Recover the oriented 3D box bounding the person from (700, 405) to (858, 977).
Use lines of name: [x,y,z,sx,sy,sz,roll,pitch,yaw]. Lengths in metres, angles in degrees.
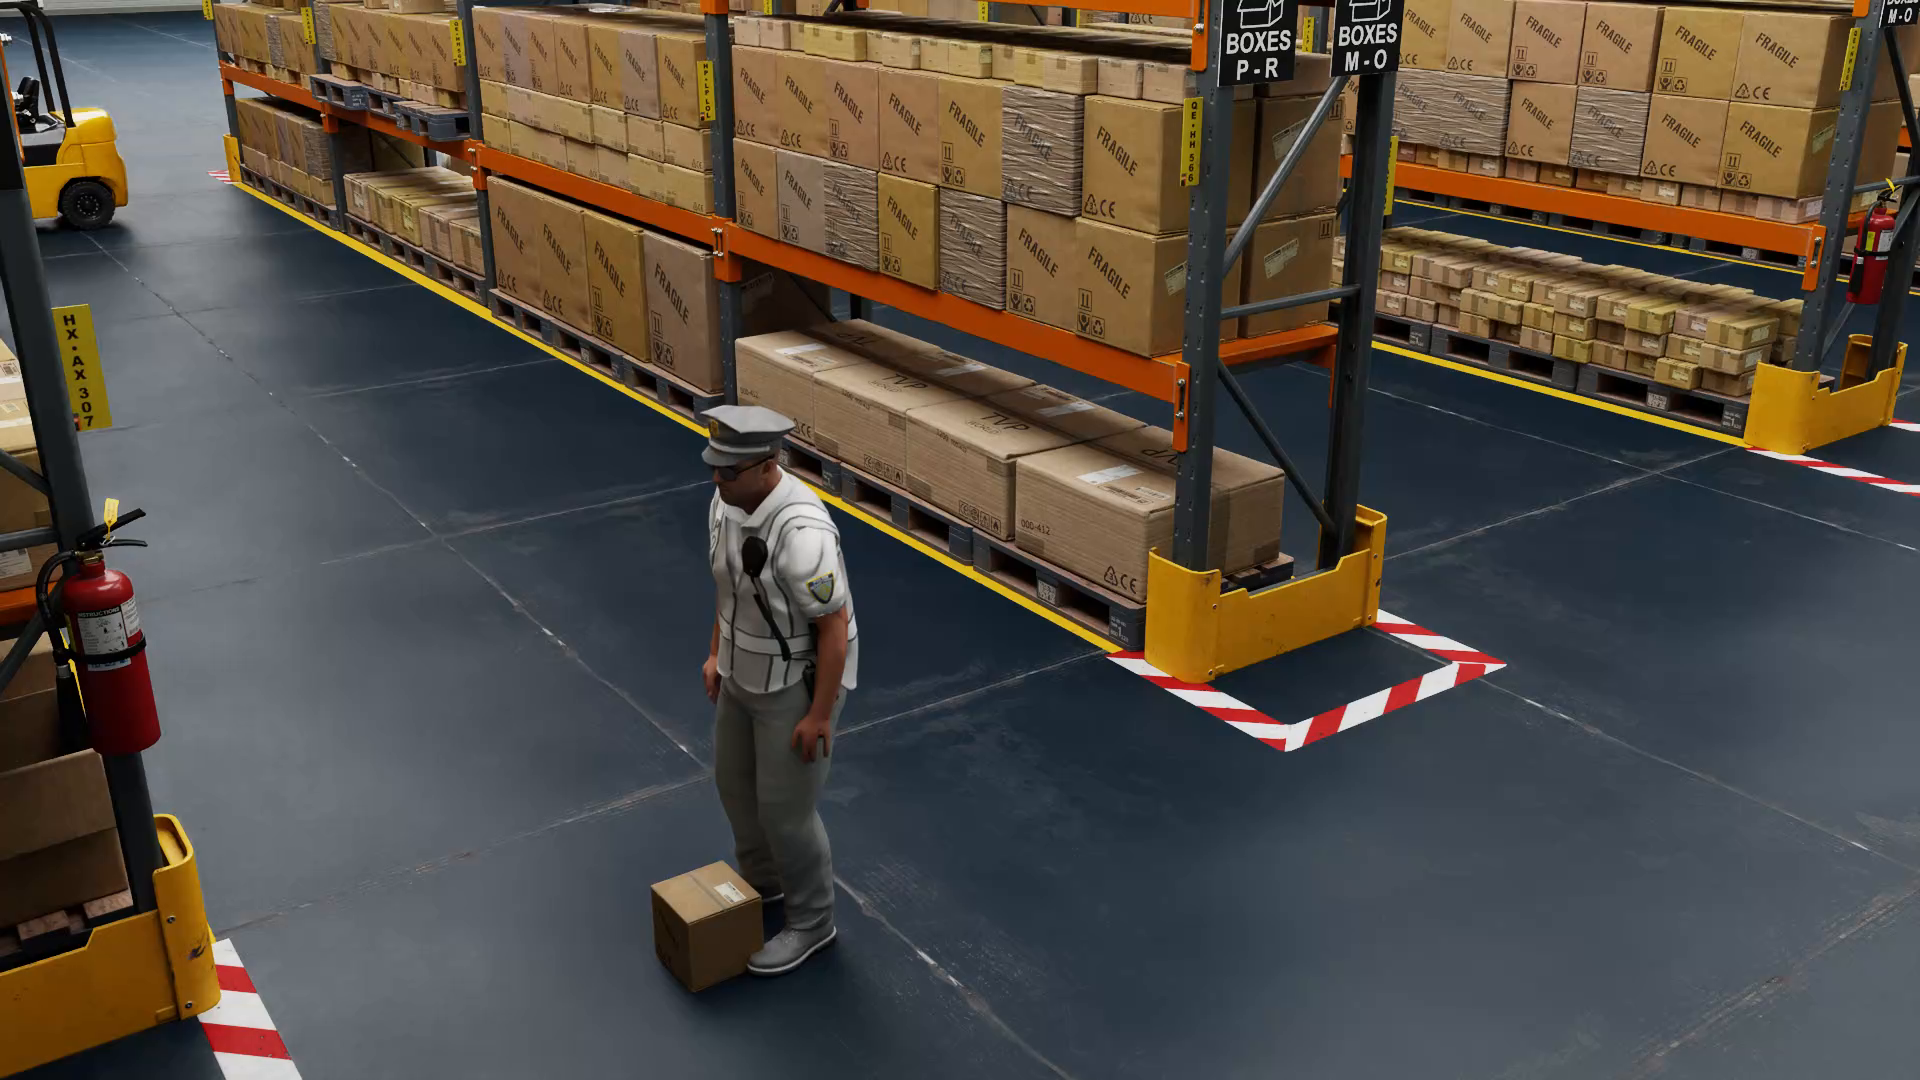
person: [-0.554,0.425,4.977,0.447,1.749,0.606,-16,27,-36]
